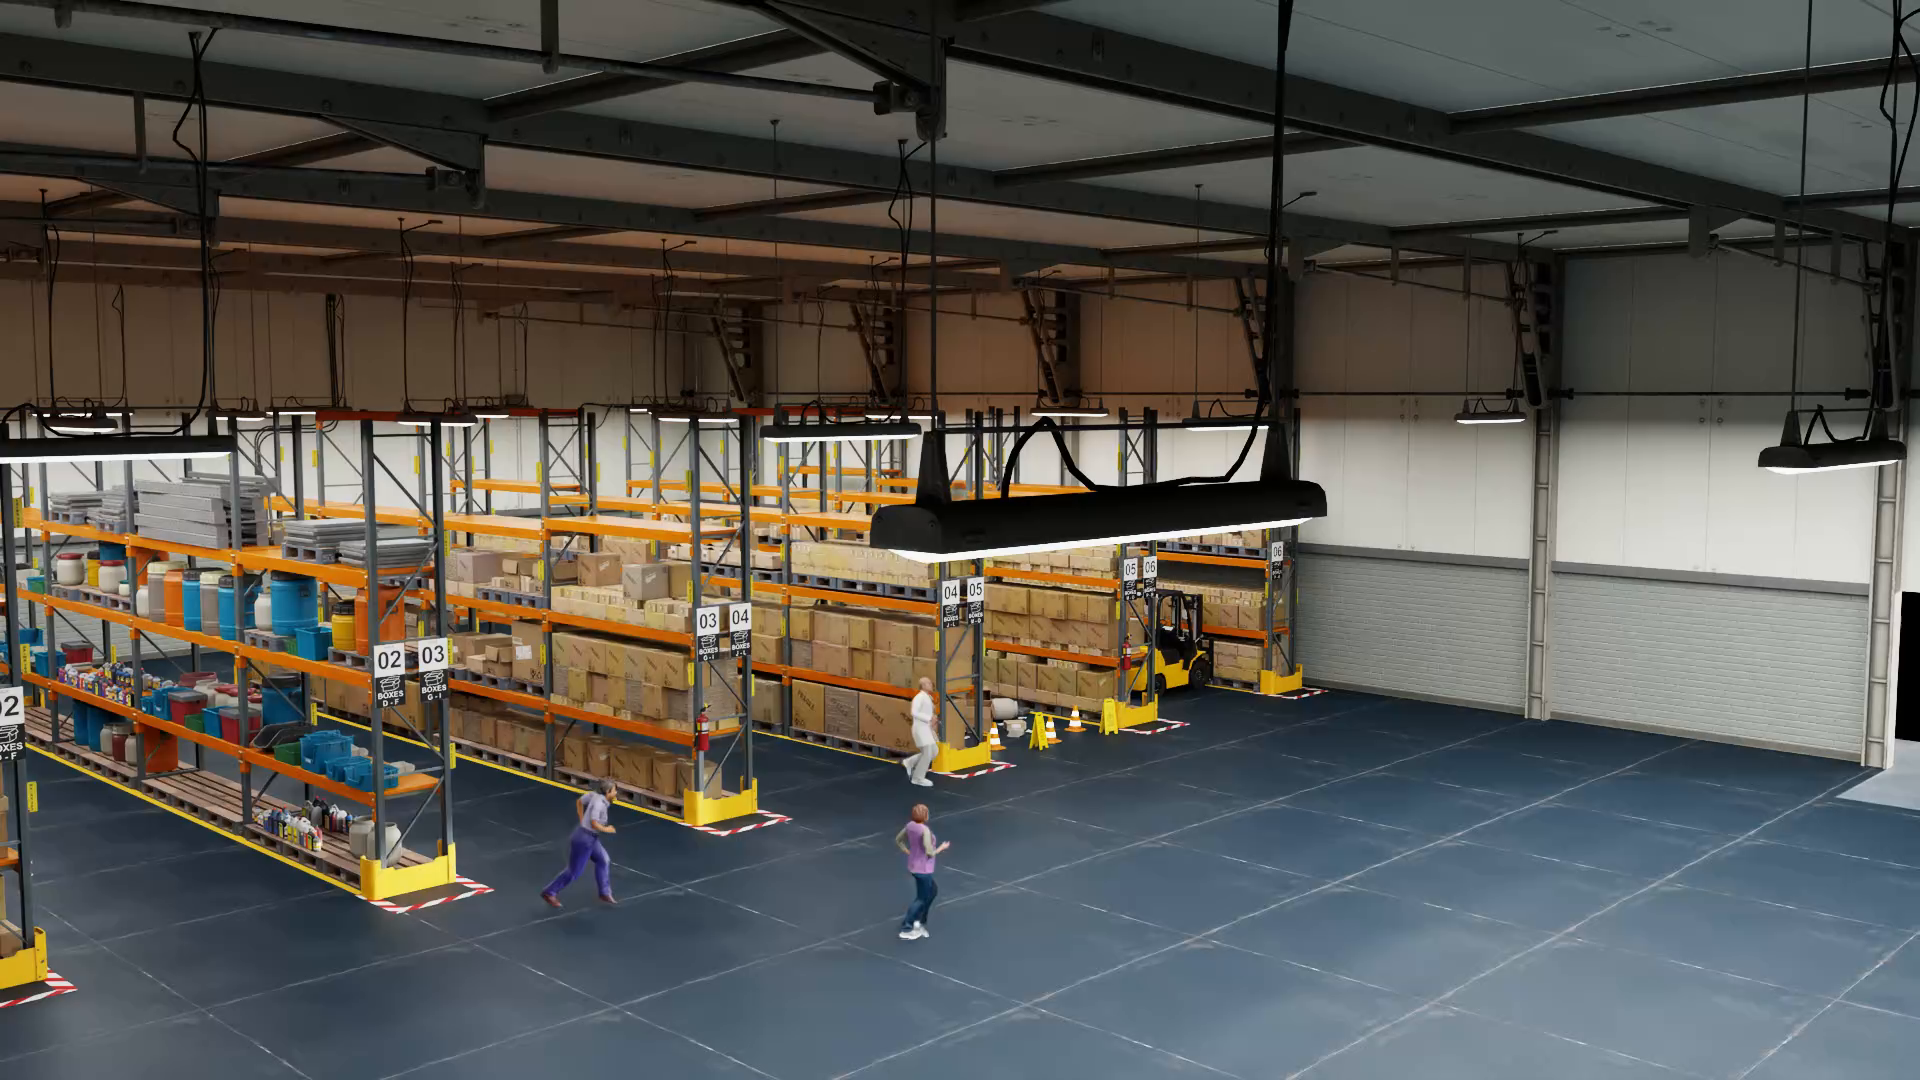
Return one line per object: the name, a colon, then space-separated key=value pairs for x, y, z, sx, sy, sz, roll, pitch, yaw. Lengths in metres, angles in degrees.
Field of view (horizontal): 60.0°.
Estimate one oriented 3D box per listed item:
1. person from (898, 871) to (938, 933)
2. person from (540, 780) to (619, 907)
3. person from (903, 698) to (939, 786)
person: x=-0.464 y=4.256 z=19.238 sx=0.553 sy=0.495 sz=0.342 roll=-3 pitch=6 yaw=-27
person: x=-4.686 y=3.768 z=20.420 sx=0.962 sy=1.614 sz=0.648 roll=-2 pitch=5 yaw=-21
person: x=-0.606 y=3.210 z=27.031 sx=0.528 sy=1.481 sz=0.640 roll=2 pitch=5 yaw=18
